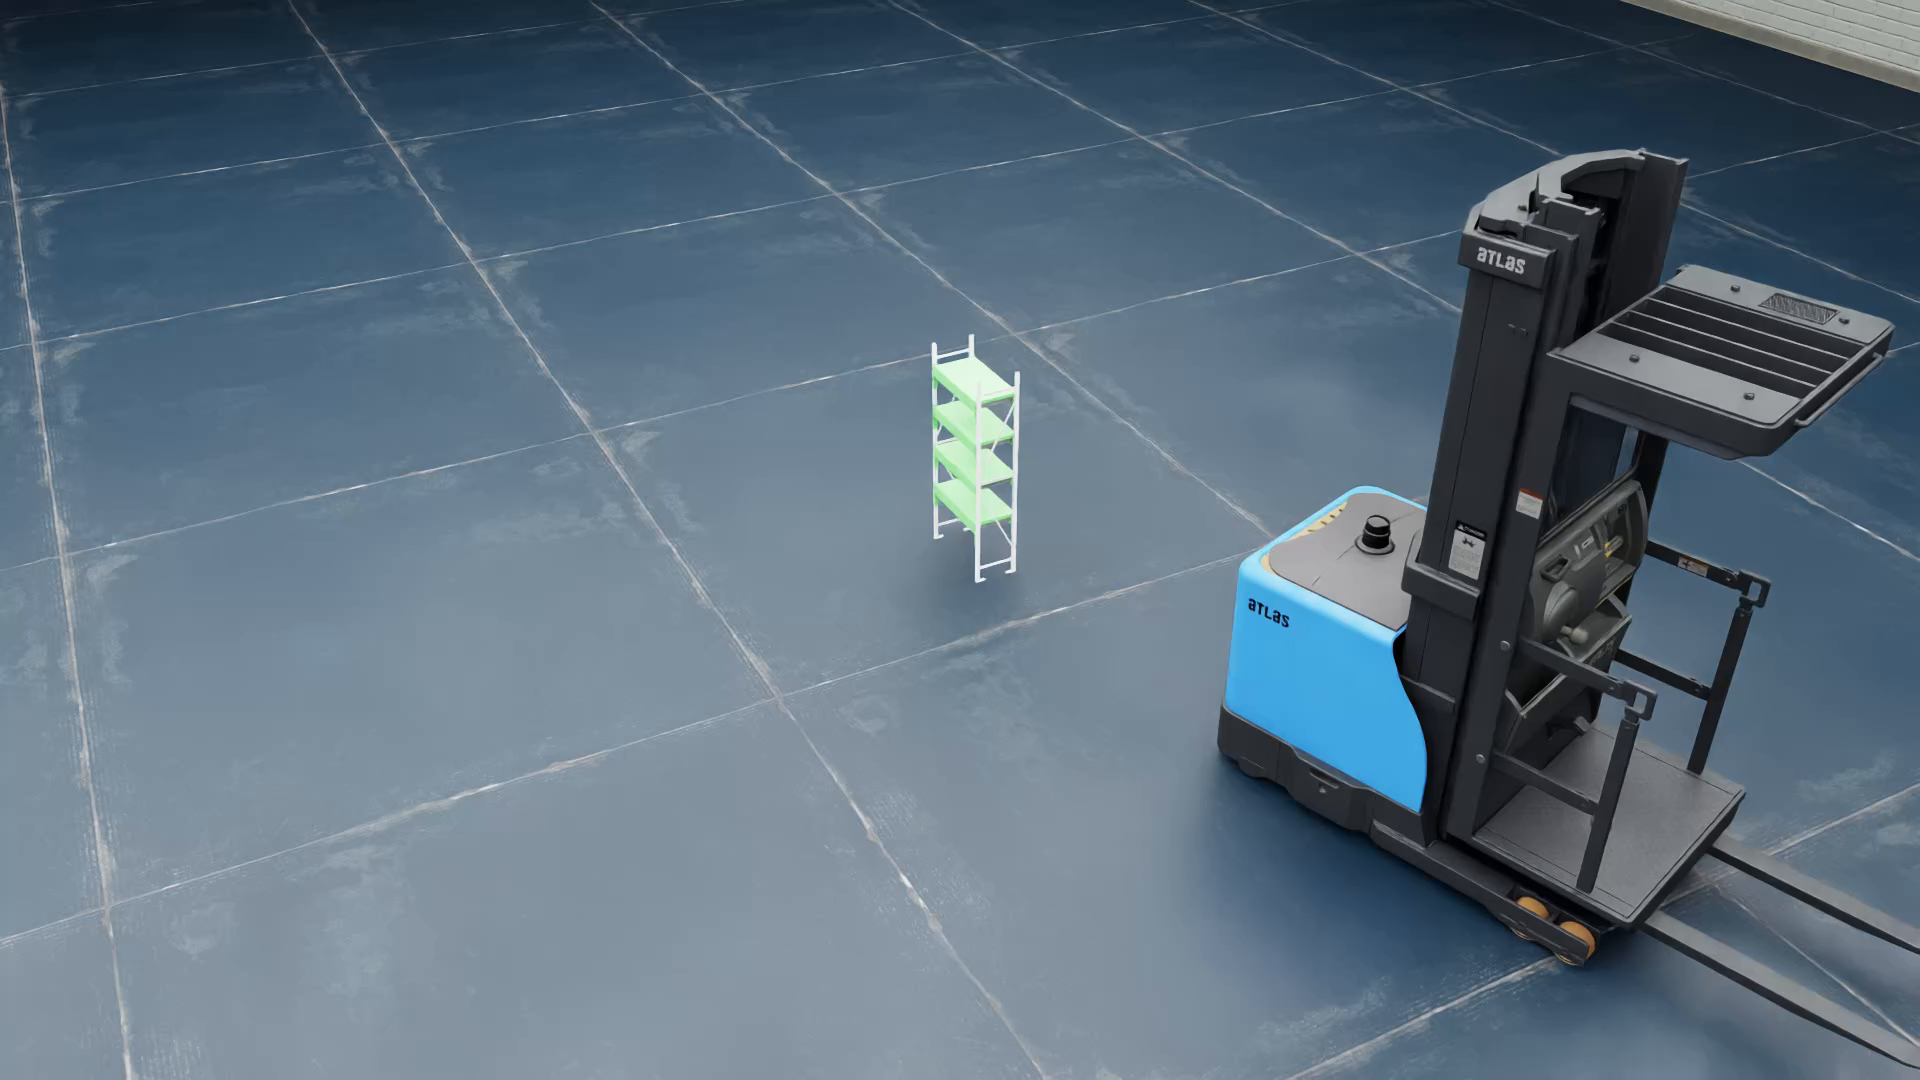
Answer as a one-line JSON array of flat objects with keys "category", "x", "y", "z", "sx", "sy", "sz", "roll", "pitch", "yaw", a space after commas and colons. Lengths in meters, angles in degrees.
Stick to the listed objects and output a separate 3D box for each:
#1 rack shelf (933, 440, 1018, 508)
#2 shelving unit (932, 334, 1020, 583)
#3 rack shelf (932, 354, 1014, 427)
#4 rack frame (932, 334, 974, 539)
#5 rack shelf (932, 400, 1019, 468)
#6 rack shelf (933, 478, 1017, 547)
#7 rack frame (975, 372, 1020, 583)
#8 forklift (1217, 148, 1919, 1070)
[{"category": "rack shelf", "x": 0.077, "y": -0.372, "z": 8.856, "sx": 0.258, "sy": 0.148, "sz": 0.480, "roll": -16, "pitch": 36, "yaw": -23}, {"category": "shelving unit", "x": 0.077, "y": -0.426, "z": 8.822, "sx": 0.258, "sy": 1.200, "sz": 0.503, "roll": -16, "pitch": 36, "yaw": -23}, {"category": "rack shelf", "x": 0.077, "y": -0.777, "z": 8.597, "sx": 0.258, "sy": 0.148, "sz": 0.480, "roll": -16, "pitch": 36, "yaw": -23}, {"category": "rack frame", "x": -0.037, "y": -0.543, "z": 9.003, "sx": 0.240, "sy": 1.200, "sz": 0.015, "roll": -16, "pitch": 36, "yaw": -23}, {"category": "rack shelf", "x": 0.077, "y": -0.574, "z": 8.727, "sx": 0.258, "sy": 0.148, "sz": 0.480, "roll": -16, "pitch": 36, "yaw": -23}, {"category": "rack shelf", "x": 0.077, "y": -0.170, "z": 8.986, "sx": 0.258, "sy": 0.148, "sz": 0.480, "roll": -16, "pitch": 36, "yaw": -23}, {"category": "rack frame", "x": 0.191, "y": -0.310, "z": 8.640, "sx": 0.240, "sy": 1.200, "sz": 0.015, "roll": -16, "pitch": 36, "yaw": -23}, {"category": "forklift", "x": 2.589, "y": 0.139, "z": 6.335, "sx": 3.031, "sy": 2.935, "sz": 1.130, "roll": 28, "pitch": 42, "yaw": 36}]
